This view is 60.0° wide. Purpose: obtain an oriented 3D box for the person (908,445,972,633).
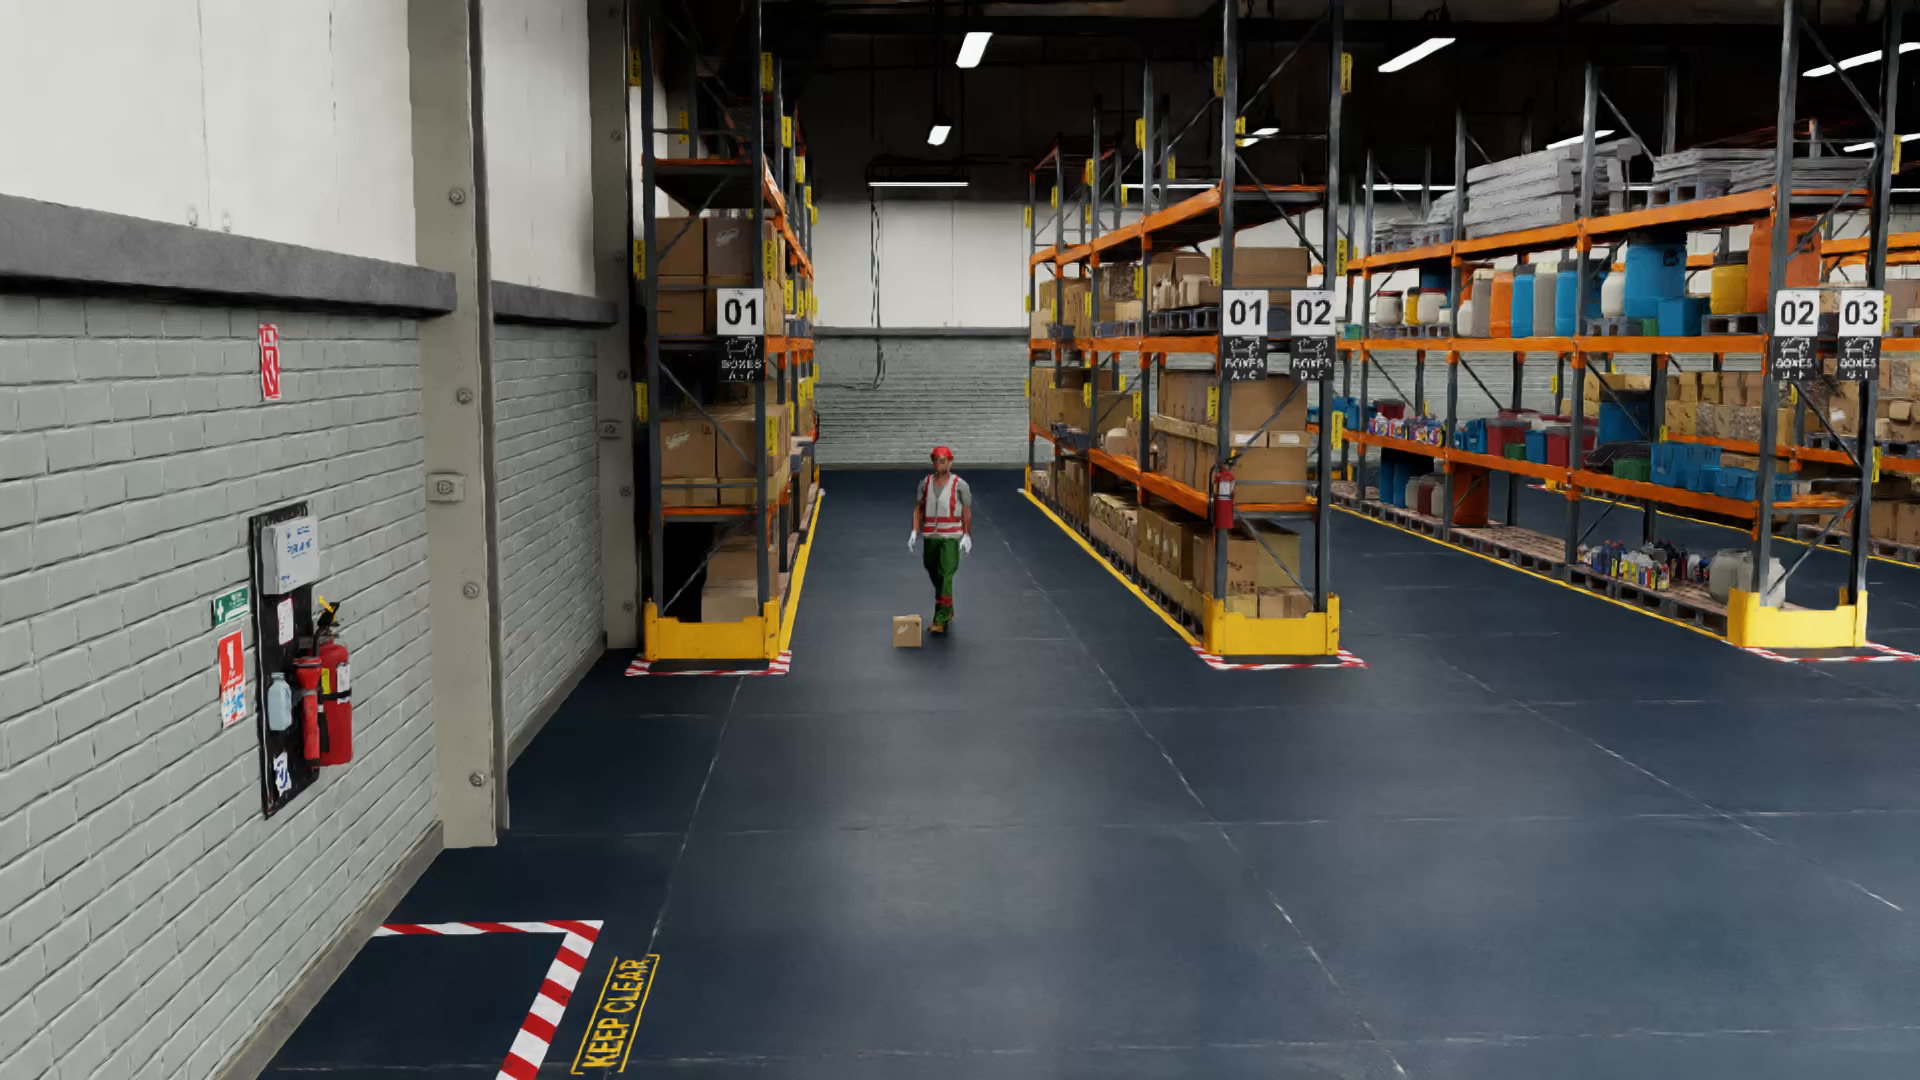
[{"bbox_3d":[-0.210,-0.022,15.881,0.537,1.759,0.948,3,7,23],"label":"person"}]
